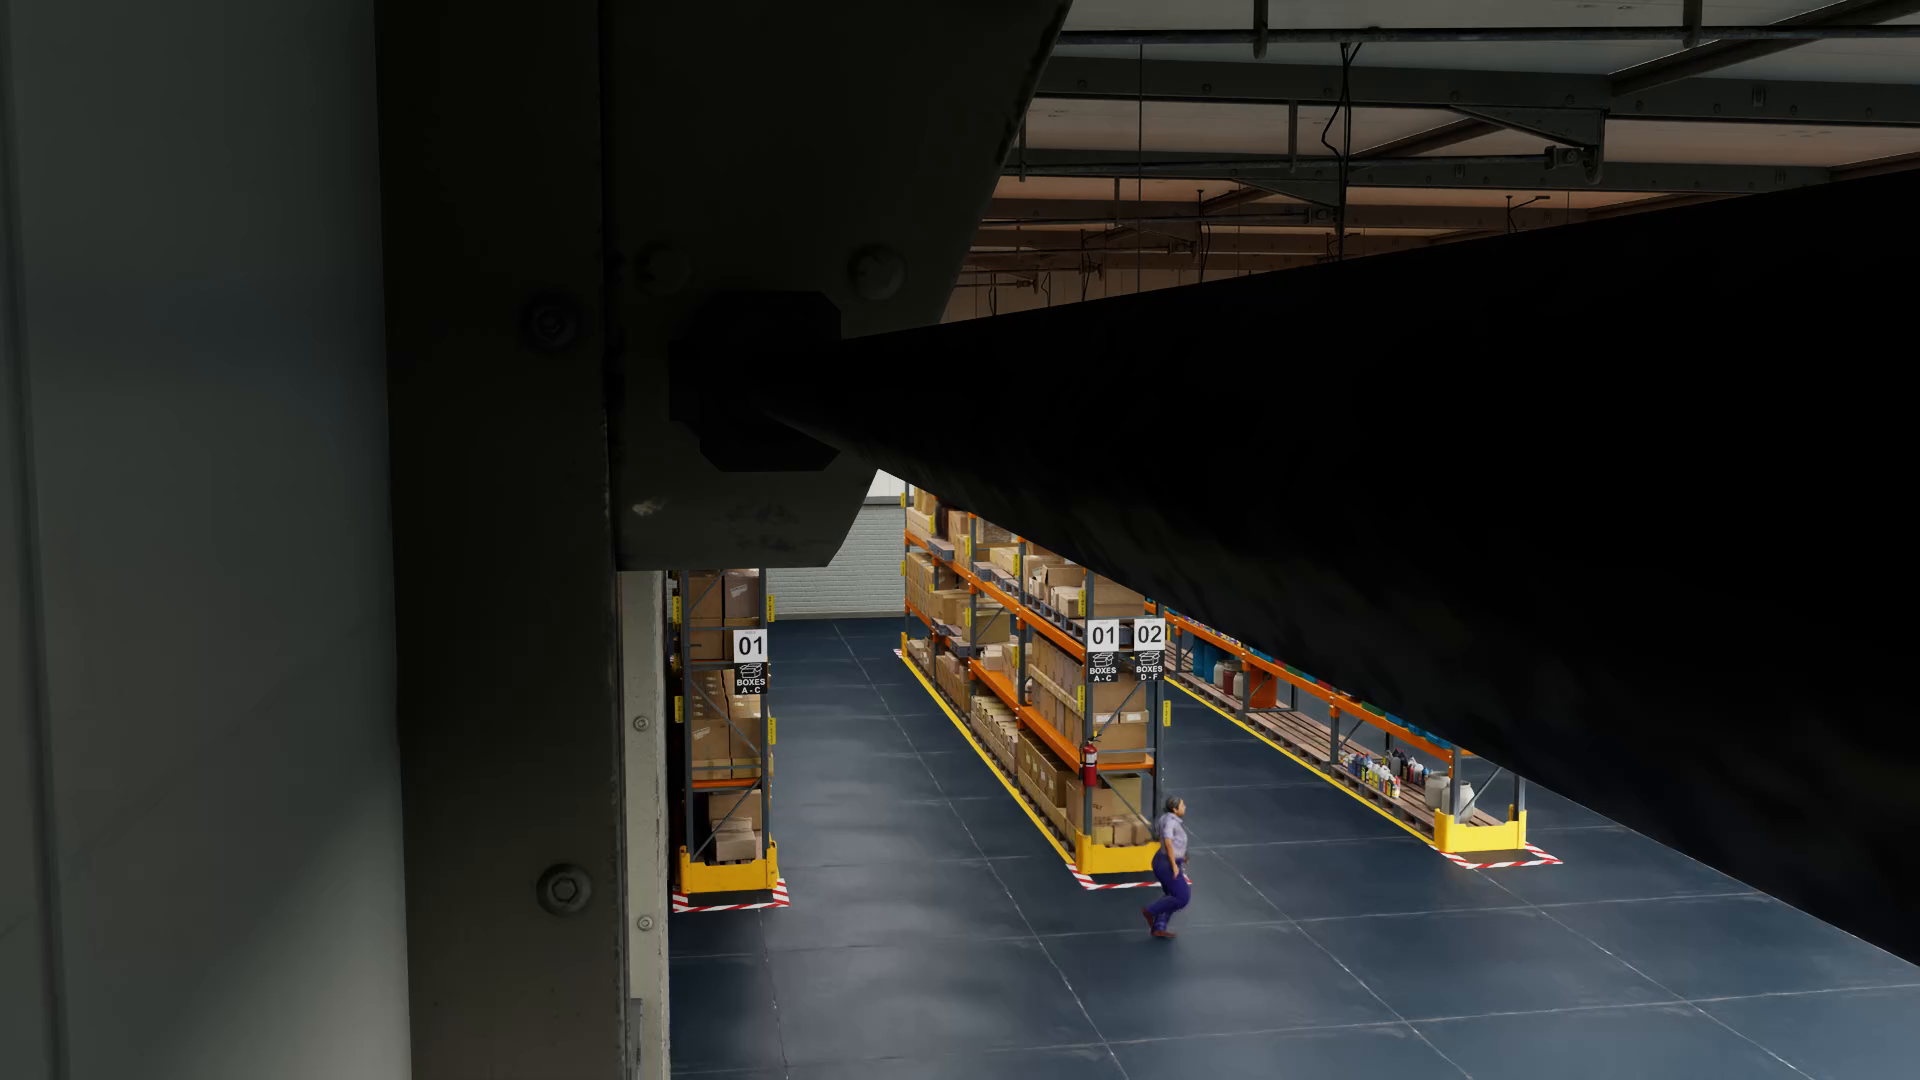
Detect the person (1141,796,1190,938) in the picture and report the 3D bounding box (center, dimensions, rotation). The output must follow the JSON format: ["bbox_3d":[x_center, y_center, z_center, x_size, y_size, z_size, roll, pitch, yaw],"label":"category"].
[{"bbox_3d":[2.283,3.637,18.458,0.535,1.609,0.663,0,6,1],"label":"person"}]
